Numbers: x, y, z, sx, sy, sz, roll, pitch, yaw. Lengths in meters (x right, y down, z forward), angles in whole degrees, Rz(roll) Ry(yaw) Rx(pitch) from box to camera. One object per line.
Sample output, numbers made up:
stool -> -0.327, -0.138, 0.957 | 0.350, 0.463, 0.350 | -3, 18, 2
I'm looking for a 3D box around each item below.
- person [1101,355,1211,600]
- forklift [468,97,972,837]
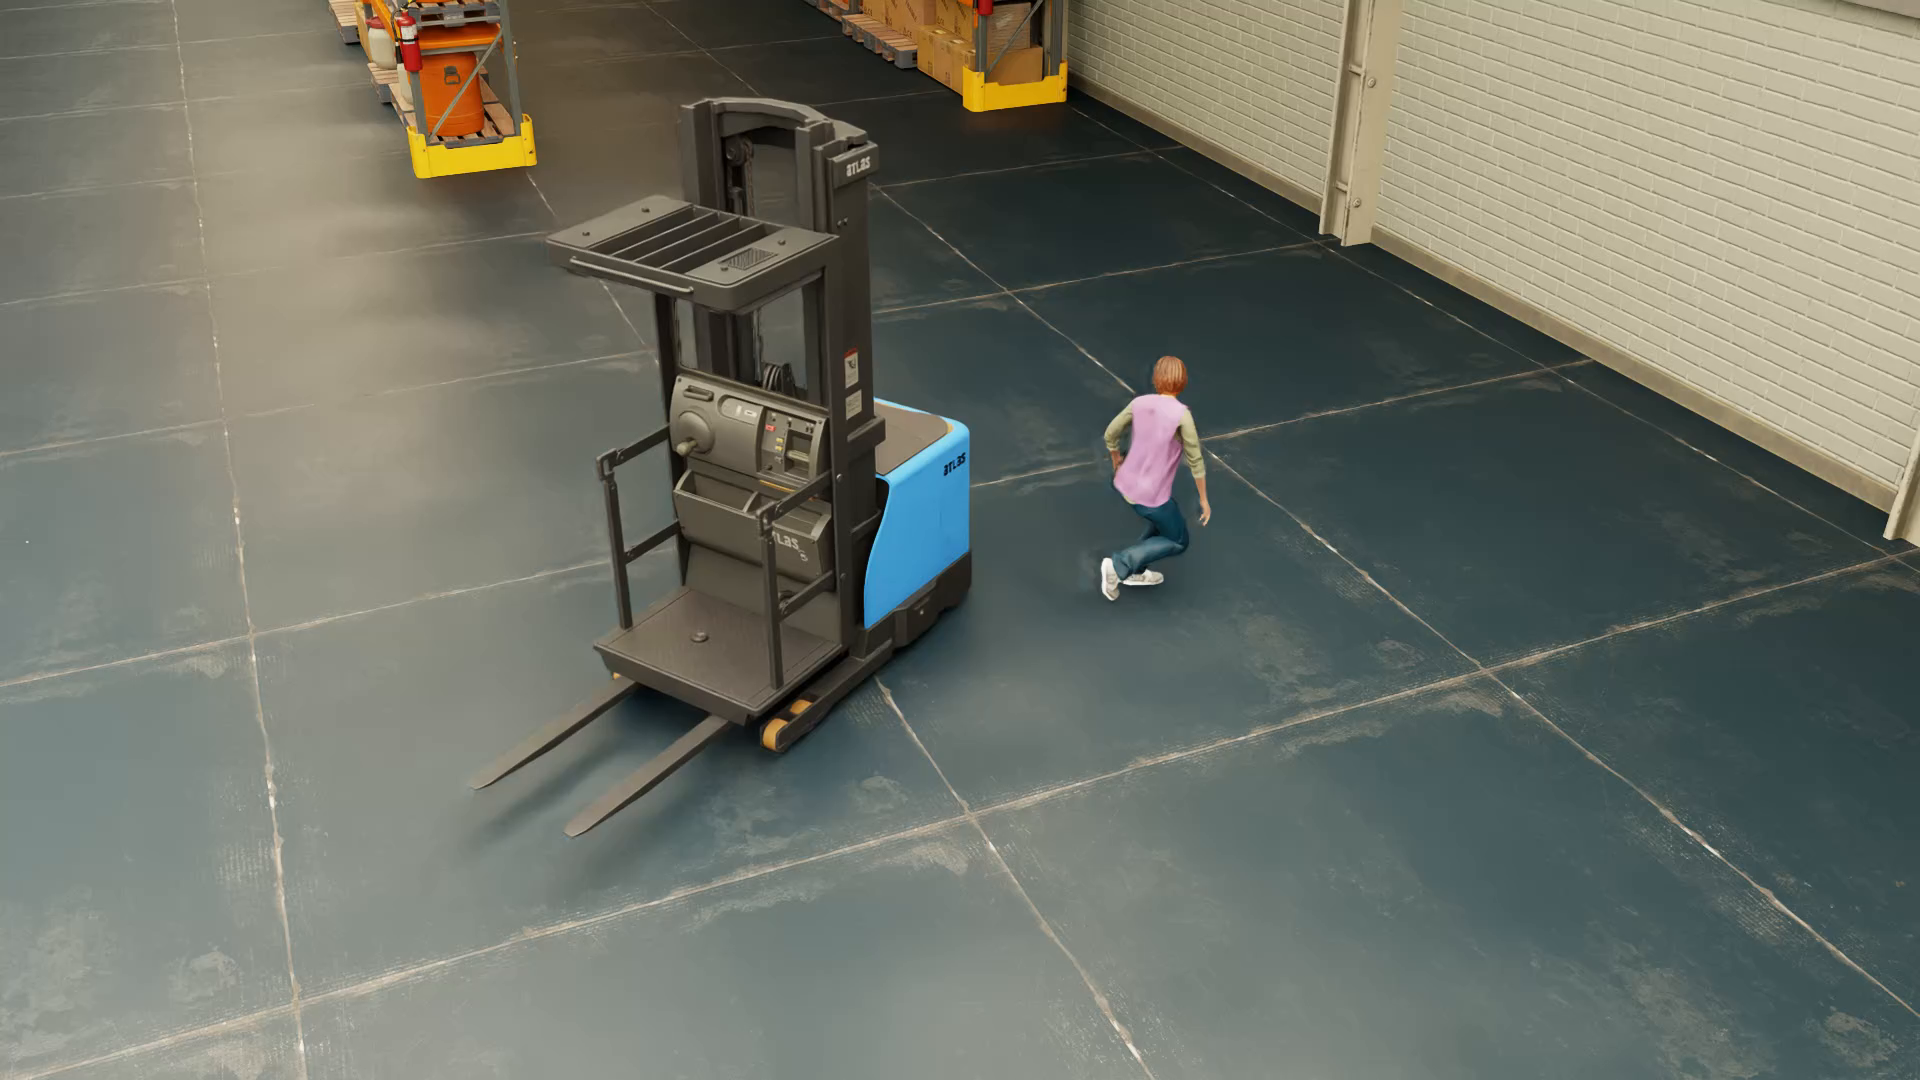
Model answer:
person -> 1.030, -0.305, 9.239 | 0.583, 1.391, 0.692 | -17, 34, -27
forklift -> -1.159, -0.489, 7.975 | 1.130, 2.935, 3.031 | 18, 34, 28
